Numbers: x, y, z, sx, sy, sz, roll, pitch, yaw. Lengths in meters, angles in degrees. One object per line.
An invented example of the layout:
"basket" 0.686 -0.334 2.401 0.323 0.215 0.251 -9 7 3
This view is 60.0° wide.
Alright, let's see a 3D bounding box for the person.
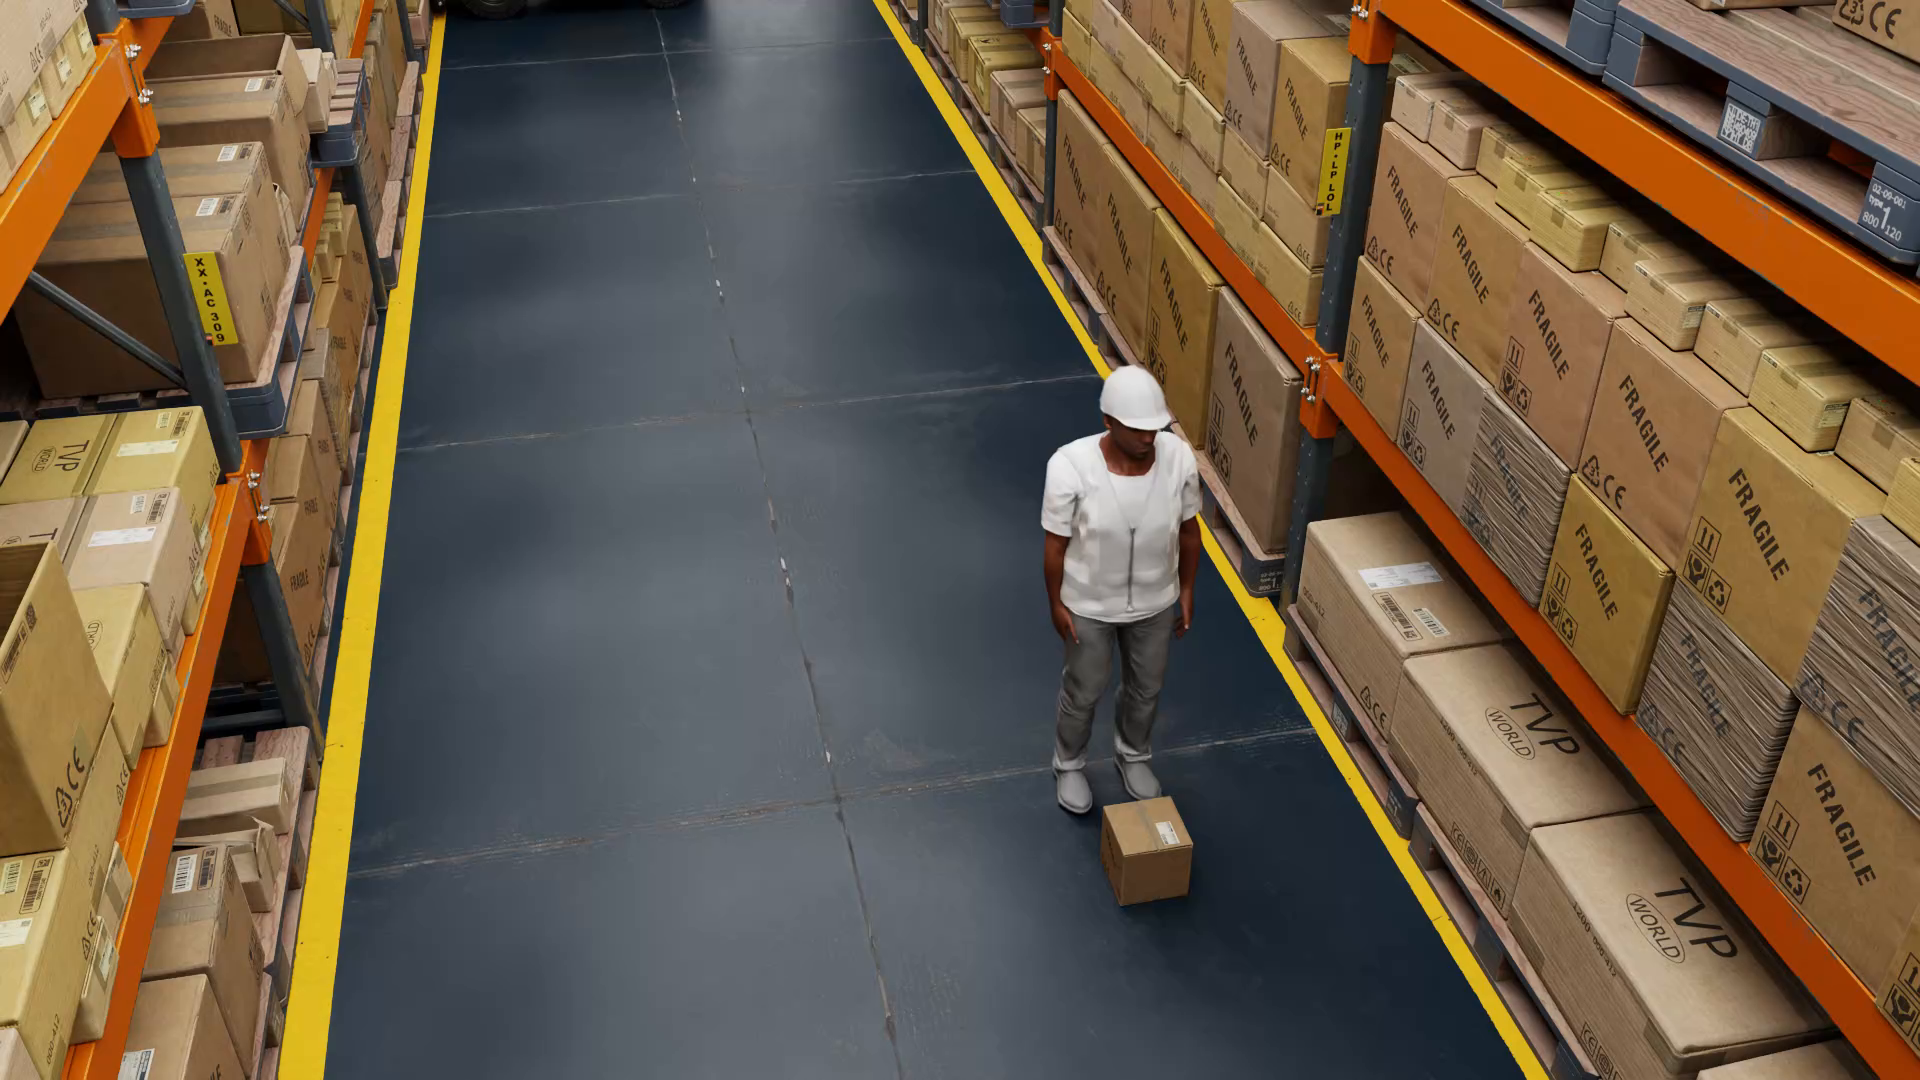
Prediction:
"person" 0.564 0.192 5.841 0.563 1.762 0.355 -6 35 -9
